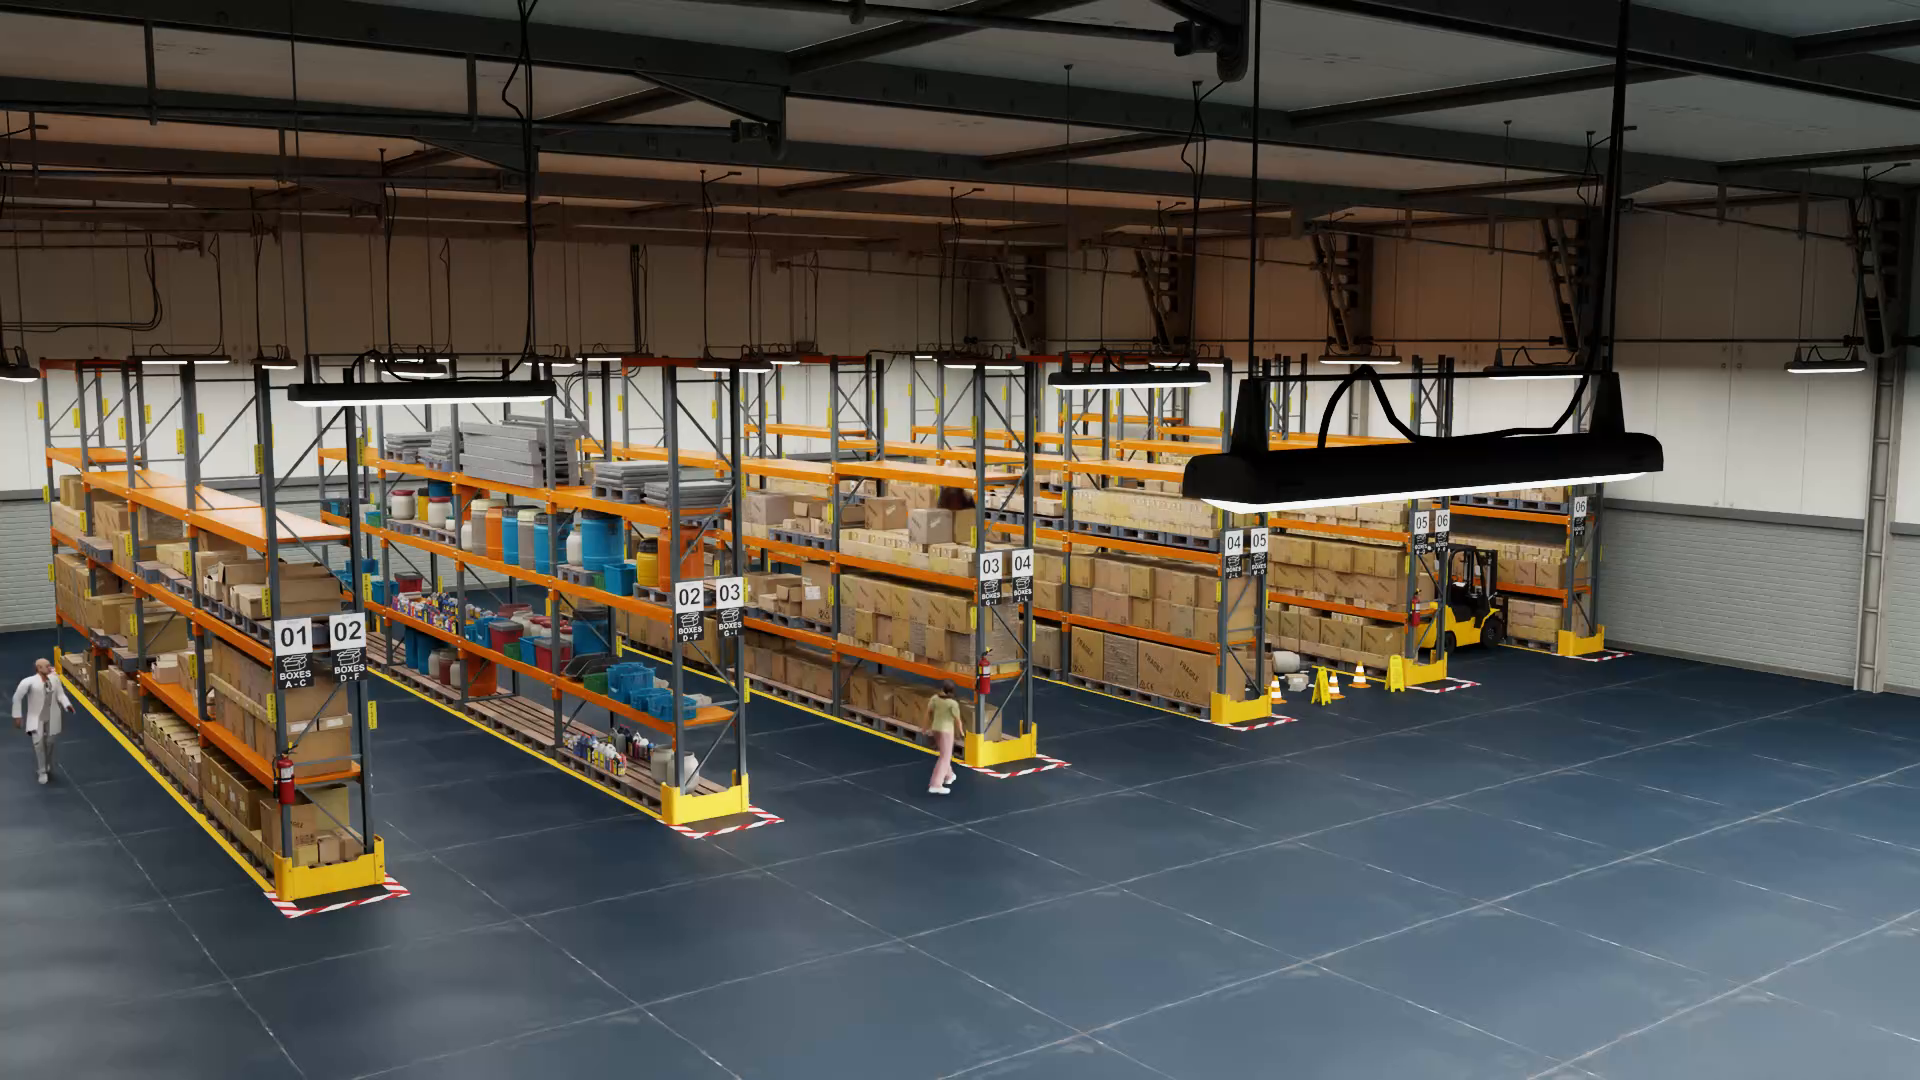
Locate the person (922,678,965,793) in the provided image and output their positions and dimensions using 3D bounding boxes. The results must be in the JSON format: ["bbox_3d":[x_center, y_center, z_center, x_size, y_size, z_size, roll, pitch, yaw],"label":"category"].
[{"bbox_3d":[-0.224,2.717,23.511,0.603,1.617,0.853,6,9,43],"label":"person"}]

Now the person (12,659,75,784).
[{"bbox_3d":[-13.319,2.615,24.154,0.777,1.814,0.935,-5,8,-36],"label":"person"}]
